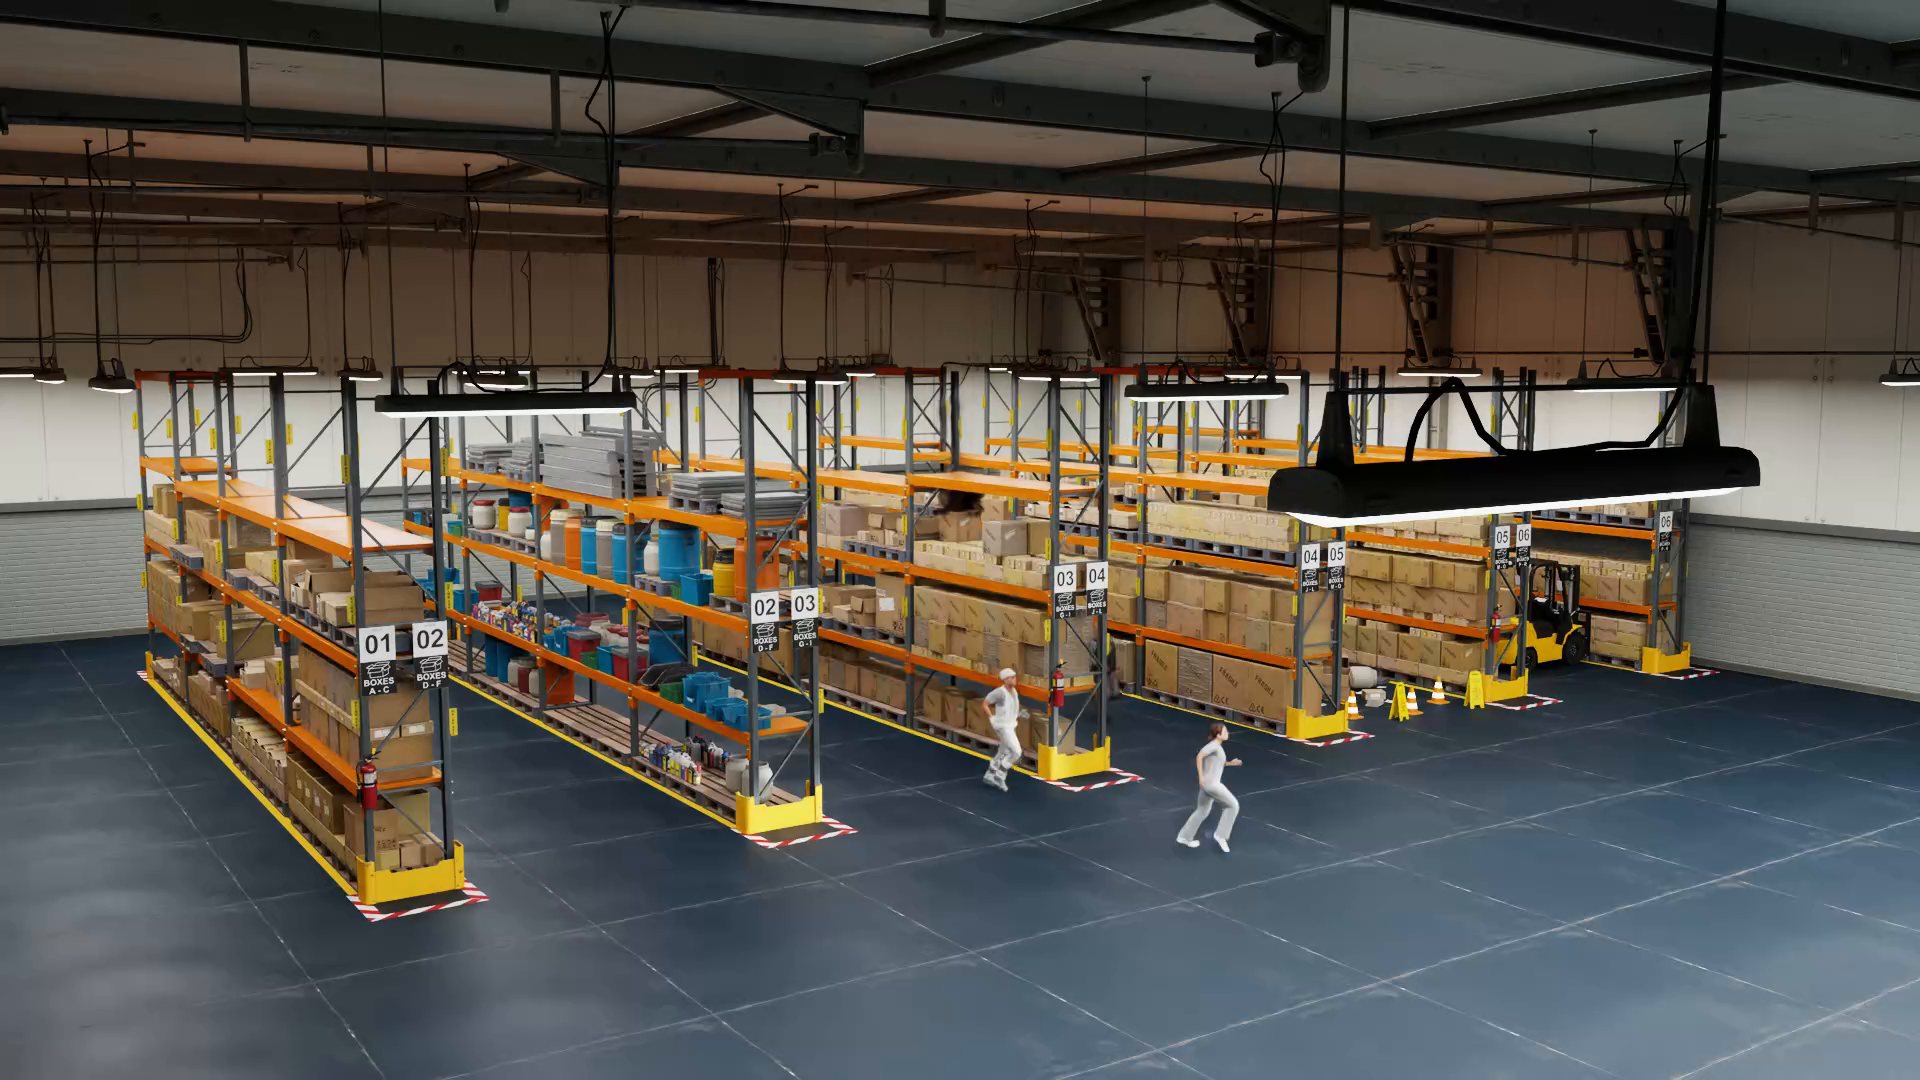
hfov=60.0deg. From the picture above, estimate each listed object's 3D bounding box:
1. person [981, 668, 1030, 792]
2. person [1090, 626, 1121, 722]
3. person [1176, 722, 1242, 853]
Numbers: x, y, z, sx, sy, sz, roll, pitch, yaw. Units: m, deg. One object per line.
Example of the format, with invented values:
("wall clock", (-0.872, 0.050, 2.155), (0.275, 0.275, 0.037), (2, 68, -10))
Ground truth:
("person", (0.671, 2.743, 24.162), (0.688, 1.773, 0.645), (3, 7, 28))
("person", (2.470, 2.275, 28.681), (0.661, 1.680, 0.585), (-5, 8, -39))
("person", (3.157, 3.135, 21.058), (0.816, 1.674, 0.588), (1, 6, 5))
